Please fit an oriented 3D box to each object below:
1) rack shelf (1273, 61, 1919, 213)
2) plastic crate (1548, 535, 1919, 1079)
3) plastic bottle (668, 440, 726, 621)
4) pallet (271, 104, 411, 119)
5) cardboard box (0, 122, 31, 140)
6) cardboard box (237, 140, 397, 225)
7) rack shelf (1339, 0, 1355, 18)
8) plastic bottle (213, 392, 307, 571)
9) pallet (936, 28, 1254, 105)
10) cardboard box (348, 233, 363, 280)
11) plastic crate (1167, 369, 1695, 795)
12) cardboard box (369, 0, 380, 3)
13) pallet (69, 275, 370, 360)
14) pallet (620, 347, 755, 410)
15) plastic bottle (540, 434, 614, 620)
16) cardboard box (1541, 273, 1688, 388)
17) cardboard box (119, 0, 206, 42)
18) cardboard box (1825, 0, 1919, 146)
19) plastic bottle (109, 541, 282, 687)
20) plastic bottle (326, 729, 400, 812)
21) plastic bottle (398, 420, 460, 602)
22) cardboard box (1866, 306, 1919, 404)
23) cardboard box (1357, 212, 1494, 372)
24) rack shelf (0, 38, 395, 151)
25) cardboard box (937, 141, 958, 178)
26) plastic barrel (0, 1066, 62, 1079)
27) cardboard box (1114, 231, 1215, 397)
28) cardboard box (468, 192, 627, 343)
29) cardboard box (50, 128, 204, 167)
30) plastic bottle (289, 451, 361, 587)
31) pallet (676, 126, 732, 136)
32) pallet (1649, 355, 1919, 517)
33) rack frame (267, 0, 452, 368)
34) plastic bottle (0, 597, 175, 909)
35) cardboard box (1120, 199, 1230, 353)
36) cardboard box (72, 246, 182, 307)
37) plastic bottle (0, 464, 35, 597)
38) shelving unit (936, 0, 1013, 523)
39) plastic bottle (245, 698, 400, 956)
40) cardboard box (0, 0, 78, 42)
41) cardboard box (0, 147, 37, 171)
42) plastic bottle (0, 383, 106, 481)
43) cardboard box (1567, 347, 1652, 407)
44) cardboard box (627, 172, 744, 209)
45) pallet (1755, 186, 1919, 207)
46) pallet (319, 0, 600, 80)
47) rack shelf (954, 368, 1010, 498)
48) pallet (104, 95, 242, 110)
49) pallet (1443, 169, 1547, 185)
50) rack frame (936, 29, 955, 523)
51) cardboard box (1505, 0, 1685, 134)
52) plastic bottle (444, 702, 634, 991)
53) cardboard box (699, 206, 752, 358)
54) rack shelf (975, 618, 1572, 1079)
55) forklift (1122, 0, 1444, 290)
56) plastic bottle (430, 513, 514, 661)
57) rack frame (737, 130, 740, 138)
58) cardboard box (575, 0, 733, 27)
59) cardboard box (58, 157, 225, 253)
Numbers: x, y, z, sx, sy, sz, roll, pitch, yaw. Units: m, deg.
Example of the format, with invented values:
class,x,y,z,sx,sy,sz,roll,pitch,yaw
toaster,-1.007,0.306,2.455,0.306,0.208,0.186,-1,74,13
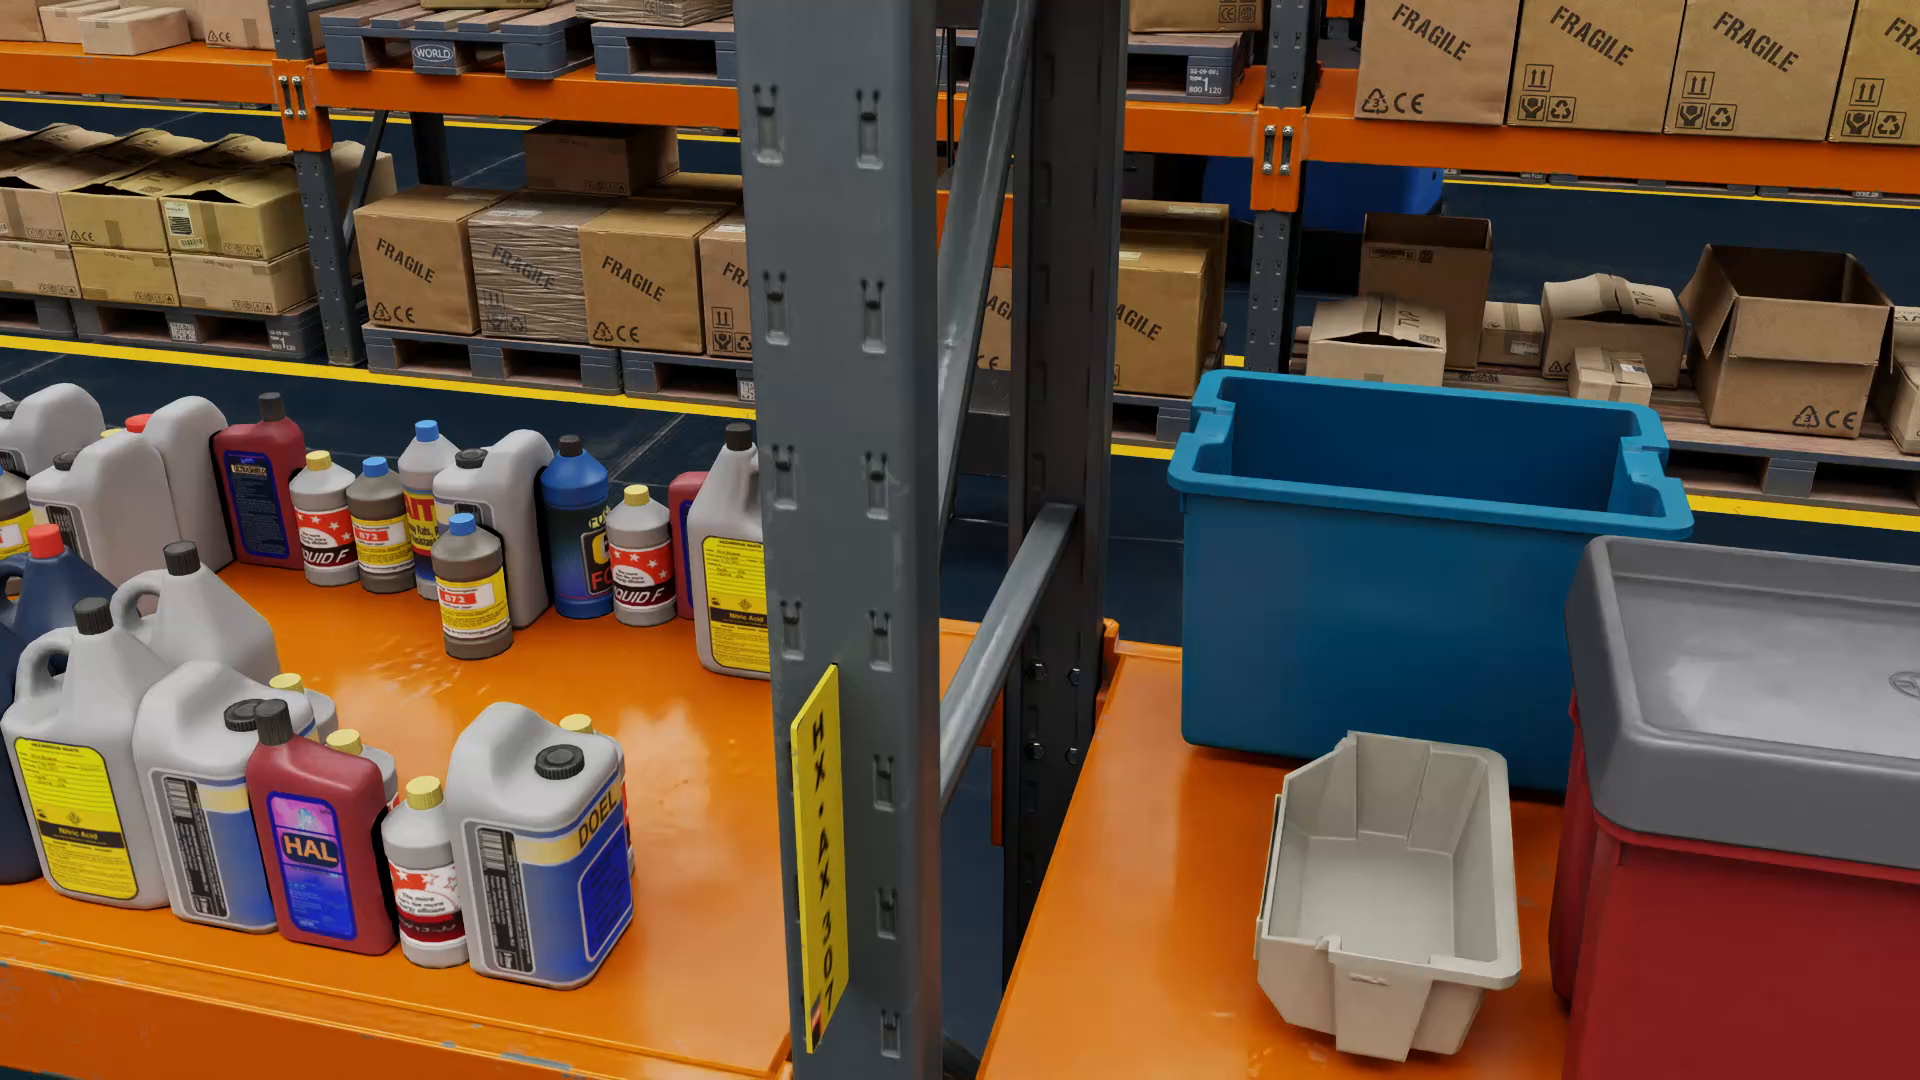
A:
class,x,y,z,sx,sy,sz,roll,pitch,yaw
rack shelf,3.199,-1.359,5.952,4.000,0.370,1.077,6,26,13
plastic crate,0.827,0.308,1.470,0.583,0.464,0.402,6,26,13
plastic bottle,-0.353,-0.015,2.427,0.133,0.283,0.061,6,26,13
pallet,-4.501,-3.475,12.804,1.213,0.211,1.003,6,26,13
cardboard box,-5.034,-1.924,8.360,0.500,0.311,0.500,6,26,13
cardboard box,-3.046,-1.706,7.902,0.500,0.311,0.500,7,26,15
rack shelf,4.429,-3.422,10.285,4.000,0.370,1.077,6,26,13
plastic bottle,-1.084,-0.096,2.597,0.133,0.283,0.061,6,26,13
pallet,0.515,-1.942,6.564,1.213,0.211,1.003,6,26,13
cardboard box,-3.046,-1.453,8.022,0.500,0.250,0.500,6,26,13
plastic crate,0.562,0.052,2.100,0.575,0.384,0.392,6,26,13
cardboard box,-4.112,-4.108,12.413,0.500,0.250,0.500,6,26,12
pallet,-3.400,-1.172,7.965,1.213,0.211,1.003,6,26,13
pallet,-0.721,-0.840,7.269,1.213,0.211,1.003,6,26,13
plastic bottle,-0.564,-0.025,2.462,0.097,0.271,0.097,0,25,0
cardboard box,2.611,-0.859,6.682,0.500,0.311,0.500,6,26,13
cardboard box,-3.430,-2.462,7.536,0.500,0.311,0.500,6,26,12
cardboard box,3.161,-1.613,5.533,0.500,0.500,0.500,6,26,12
plastic bottle,-0.911,0.164,1.974,0.185,0.351,0.144,6,26,13
plastic bottle,-0.671,0.305,1.851,0.097,0.201,0.097,0,25,0
plastic bottle,-0.789,-0.049,2.514,0.097,0.271,0.097,0,25,0
cardboard box,3.711,-0.710,6.439,0.500,0.250,0.500,6,26,13
cardboard box,1.884,-1.025,6.810,0.500,0.500,0.500,6,26,13
rack shelf,-4.549,-2.216,7.751,4.000,0.370,1.077,6,26,13
cardboard box,-0.114,-1.567,7.075,0.500,0.250,0.500,6,26,13
plastic barrel,-1.184,0.780,2.574,0.708,0.901,0.600,6,26,13
cardboard box,0.713,-0.902,6.550,0.500,0.500,0.500,6,26,13
cardboard box,-1.734,-1.175,7.124,0.500,0.500,0.500,5,26,11
cardboard box,-4.050,-1.814,8.129,0.500,0.311,0.500,6,26,12
plastic bottle,-0.977,-0.039,2.573,0.097,0.201,0.097,0,25,0
pallet,-2.138,-3.214,12.256,1.213,0.211,1.003,6,26,13
pallet,3.112,-0.435,6.419,1.213,0.211,1.003,6,26,13
rack frame,-2.612,-2.326,7.147,0.127,3.000,1.000,6,26,13
plastic bottle,-0.947,0.224,1.848,0.185,0.351,0.144,6,26,13
cardboard box,0.854,-1.121,7.012,0.500,0.500,0.500,5,26,11
cardboard box,-3.682,-1.283,7.665,0.500,0.250,0.500,6,26,12
plastic bottle,-1.463,-0.025,2.544,0.097,0.201,0.097,0,25,0
shelving unit,0.160,-0.930,5.261,0.503,2.100,0.431,6,26,13
plastic bottle,-0.673,0.303,1.760,0.133,0.283,0.061,6,26,13
cardboard box,-4.241,-2.544,7.488,0.500,0.500,0.500,5,26,10
cardboard box,-4.659,-1.644,7.771,0.500,0.311,0.500,7,26,14
plastic bottle,-1.450,-0.112,2.641,0.135,0.276,0.152,6,26,13
cardboard box,2.455,-0.594,6.292,0.250,0.166,0.380,6,26,13
cardboard box,-1.147,-1.338,7.468,0.500,0.500,0.500,5,26,11
pallet,5.572,-2.326,10.391,1.213,0.211,1.003,6,26,13
pallet,-1.938,-2.196,7.097,1.003,0.211,1.213,6,26,13
rack shelf,0.160,-0.286,5.568,0.480,0.518,0.431,6,26,13
pallet,-5.915,-3.615,13.098,1.213,0.211,1.003,6,26,13
pallet,3.209,-2.588,10.940,1.213,0.211,1.003,6,26,13
rack frame,-0.076,-0.956,5.316,0.015,2.100,0.400,6,26,13
cardboard box,2.184,-1.722,5.760,0.500,0.500,0.500,7,26,14
plastic bottle,-0.438,0.312,1.749,0.135,0.276,0.152,6,26,13
cardboard box,-0.743,-1.065,6.894,0.500,0.500,0.500,5,26,11
rack shelf,1.962,0.703,1.622,4.000,0.370,1.077,6,26,13
forklift,1.027,-2.981,8.601,3.031,2.935,1.130,11,28,22
plastic bottle,-0.696,0.060,2.366,0.097,0.201,0.097,0,25,0
rack frame,-1.382,-4.389,11.479,0.127,3.000,1.000,6,26,13
cardboard box,-1.136,-2.363,6.619,0.500,0.500,0.700,11,28,23
cardboard box,-3.686,-1.534,7.541,0.500,0.311,0.500,6,26,12
